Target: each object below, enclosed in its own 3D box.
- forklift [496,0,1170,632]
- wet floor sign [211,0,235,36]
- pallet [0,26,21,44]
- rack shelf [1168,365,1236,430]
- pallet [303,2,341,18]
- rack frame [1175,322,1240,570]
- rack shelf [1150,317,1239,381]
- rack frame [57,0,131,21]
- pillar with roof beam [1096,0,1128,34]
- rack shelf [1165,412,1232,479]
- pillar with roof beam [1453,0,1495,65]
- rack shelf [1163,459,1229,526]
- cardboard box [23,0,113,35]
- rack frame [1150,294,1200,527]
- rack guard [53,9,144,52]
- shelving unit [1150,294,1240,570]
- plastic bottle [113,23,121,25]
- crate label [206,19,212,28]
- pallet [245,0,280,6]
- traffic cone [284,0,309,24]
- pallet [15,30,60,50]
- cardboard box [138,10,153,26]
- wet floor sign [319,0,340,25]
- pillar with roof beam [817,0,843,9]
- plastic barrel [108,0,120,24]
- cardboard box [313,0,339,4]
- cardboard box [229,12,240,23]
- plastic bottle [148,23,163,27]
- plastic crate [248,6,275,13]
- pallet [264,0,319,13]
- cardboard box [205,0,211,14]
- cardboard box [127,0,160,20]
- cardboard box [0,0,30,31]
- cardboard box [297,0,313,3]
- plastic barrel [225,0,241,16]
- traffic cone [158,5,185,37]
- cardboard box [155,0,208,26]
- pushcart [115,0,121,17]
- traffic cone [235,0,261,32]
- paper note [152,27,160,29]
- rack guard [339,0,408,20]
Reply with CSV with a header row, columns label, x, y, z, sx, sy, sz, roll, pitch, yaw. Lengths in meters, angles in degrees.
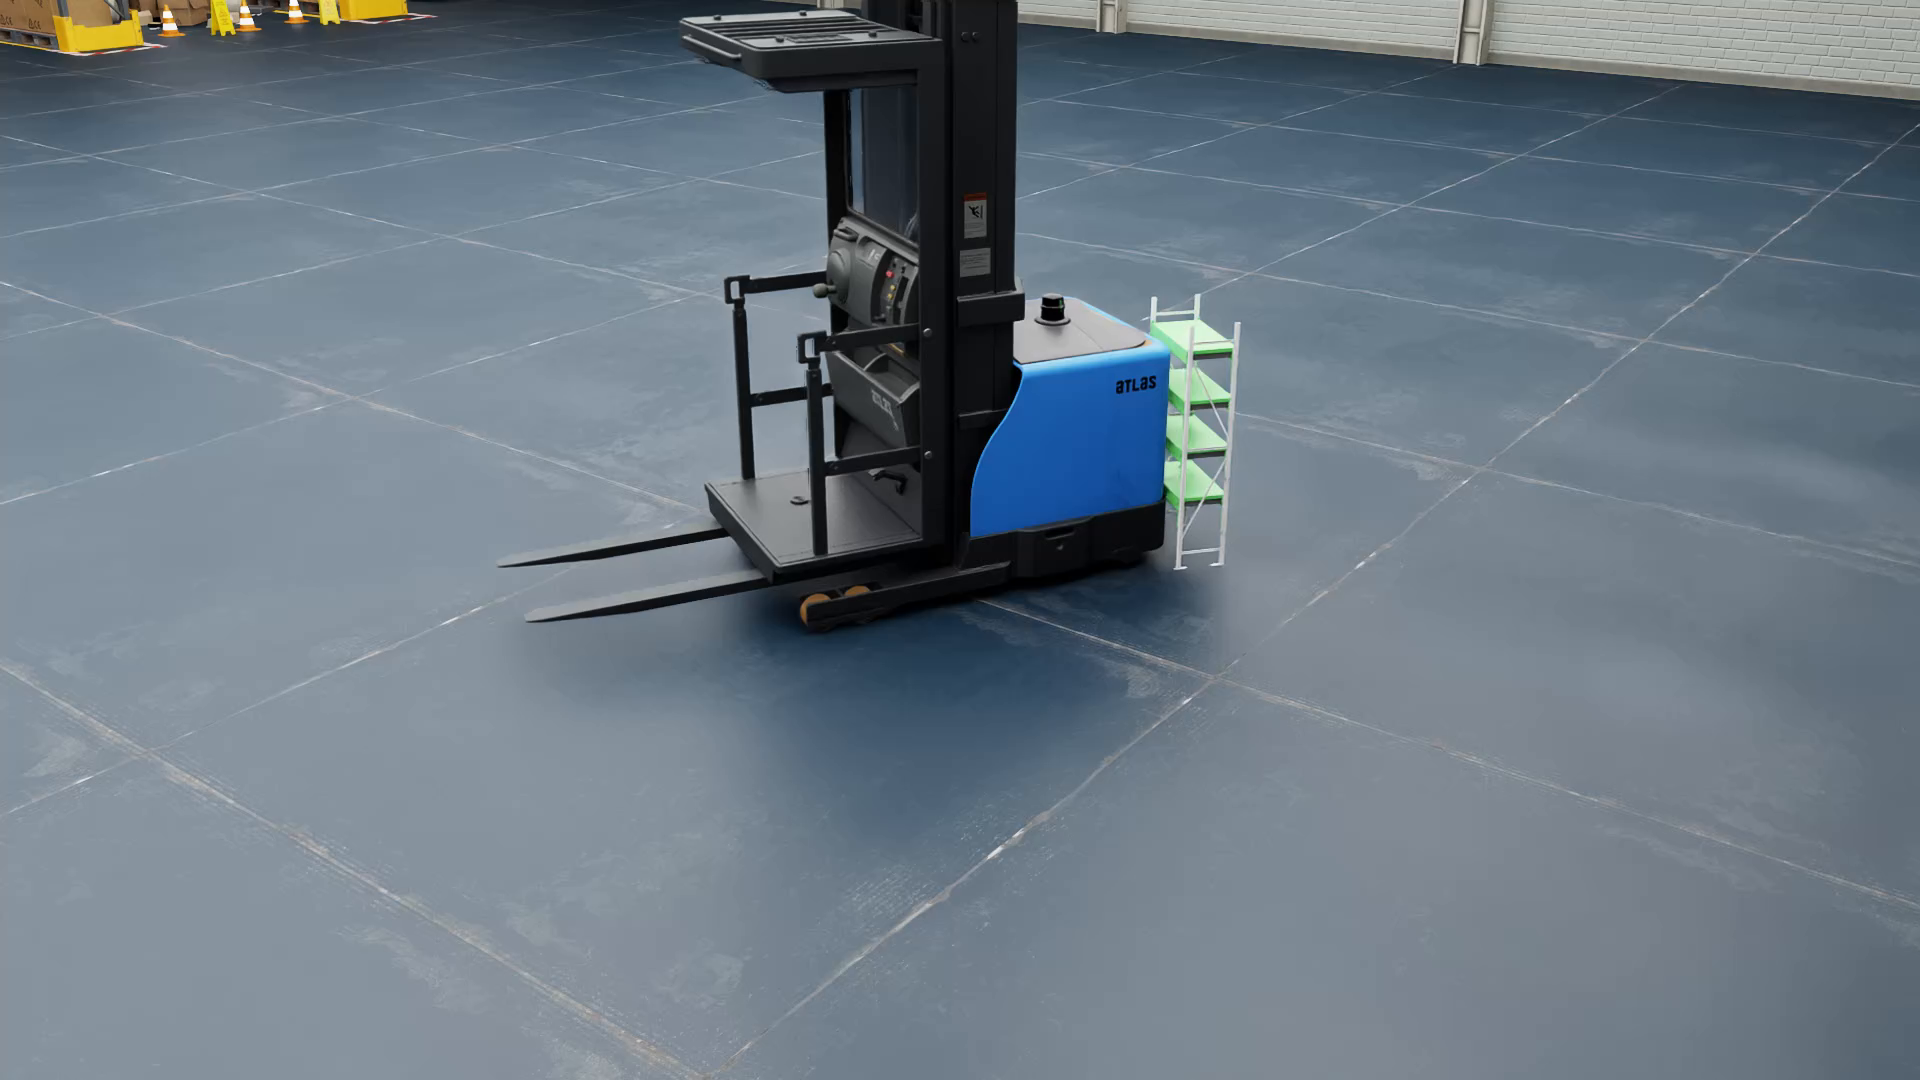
label,x,y,z,sx,sy,sz,roll,pitch,yaw
forklift,-0.575,-1.177,7.286,3.031,2.935,1.130,-11,26,-23
wet floor sign,-11.782,-8.383,26.476,0.232,0.644,0.267,12,26,24
pallet,-14.651,-8.016,26.181,1.213,0.211,1.003,17,29,33
rack shelf,1.087,-0.676,7.860,0.258,0.148,0.480,-6,24,-13
pallet,-10.794,-9.400,29.323,1.213,0.211,1.003,17,29,33
rack frame,1.146,-0.420,7.715,0.240,1.200,0.015,-6,24,-13
rack shelf,1.087,-0.896,7.764,0.258,0.148,0.480,-6,24,-13
rack frame,-12.993,-8.829,24.567,0.127,3.000,1.000,17,29,33
pillar with roof beam,-0.127,-10.966,21.978,0.400,9.000,9.100,17,29,33
rack shelf,1.087,-0.457,7.957,0.258,0.148,0.480,-6,24,-13
pillar with roof beam,4.674,-9.515,18.685,0.400,9.000,9.100,17,29,33
rack shelf,1.087,-0.237,8.054,0.258,0.148,0.480,-6,24,-13
cardboard box,-13.575,-8.191,25.235,0.875,0.875,0.875,17,29,34
rack frame,1.028,-0.611,8.148,0.240,1.200,0.015,-6,24,-13
rack guard,-12.973,-7.679,25.058,0.348,0.500,1.175,17,29,33
shelving unit,1.087,-0.515,7.931,0.258,1.200,0.503,-6,24,-13
plastic bottle,-13.899,-8.475,27.409,0.133,0.061,0.283,7,25,15
crate label,-12.282,-8.558,27.503,0.298,0.136,0.250,3,24,6
pallet,-12.747,-9.990,30.662,1.213,0.211,1.003,17,29,33
traffic cone,-11.222,-8.977,28.050,0.334,0.463,0.336,17,29,33
pallet,-13.679,-7.721,25.511,1.213,0.211,1.003,17,29,33
cardboard box,-13.713,-8.723,27.719,0.396,0.266,0.258,-21,31,-39
wet floor sign,-10.594,-8.982,27.834,0.267,0.644,0.232,-15,28,-30
pillar with roof beam,-4.928,-12.417,25.271,0.400,9.000,9.100,17,29,33
plastic barrel,-14.366,-8.838,27.783,0.512,0.421,0.421,-5,24,-12
cardboard box,-10.932,-9.498,28.977,0.500,0.250,0.500,17,29,33
cardboard box,-12.364,-8.811,28.062,0.380,0.149,0.250,-10,26,-21
plastic bottle,-13.344,-8.528,27.530,0.283,0.061,0.133,7,25,15
plastic crate,-12.541,-9.437,29.569,0.583,0.080,0.402,7,25,15
pallet,-11.766,-9.695,29.993,1.213,0.211,1.003,17,29,33
cardboard box,-13.264,-9.577,29.362,0.500,0.500,0.500,-5,24,-12
cardboard box,-13.782,-9.201,28.341,0.503,0.637,0.797,17,29,33
cardboard box,-14.280,-8.403,25.716,0.875,0.875,0.875,16,29,32
cardboard box,-11.323,-9.620,29.254,0.500,0.250,0.500,17,29,33
plastic barrel,-12.665,-9.282,28.792,0.512,0.421,0.421,-5,24,-12
traffic cone,-12.566,-8.254,26.410,0.334,0.463,0.336,17,29,33
cardboard box,-13.029,-8.916,27.861,0.637,0.503,0.797,-1,24,-3
pushcart,-14.633,-9.470,29.274,0.936,0.377,1.648,7,25,15
traffic cone,-11.616,-8.537,27.051,0.334,0.463,0.336,17,29,33
paper note,-13.196,-8.386,27.247,0.144,0.017,0.142,-15,28,-30
rack guard,-10.166,-9.325,28.793,0.348,0.500,1.175,17,29,33
